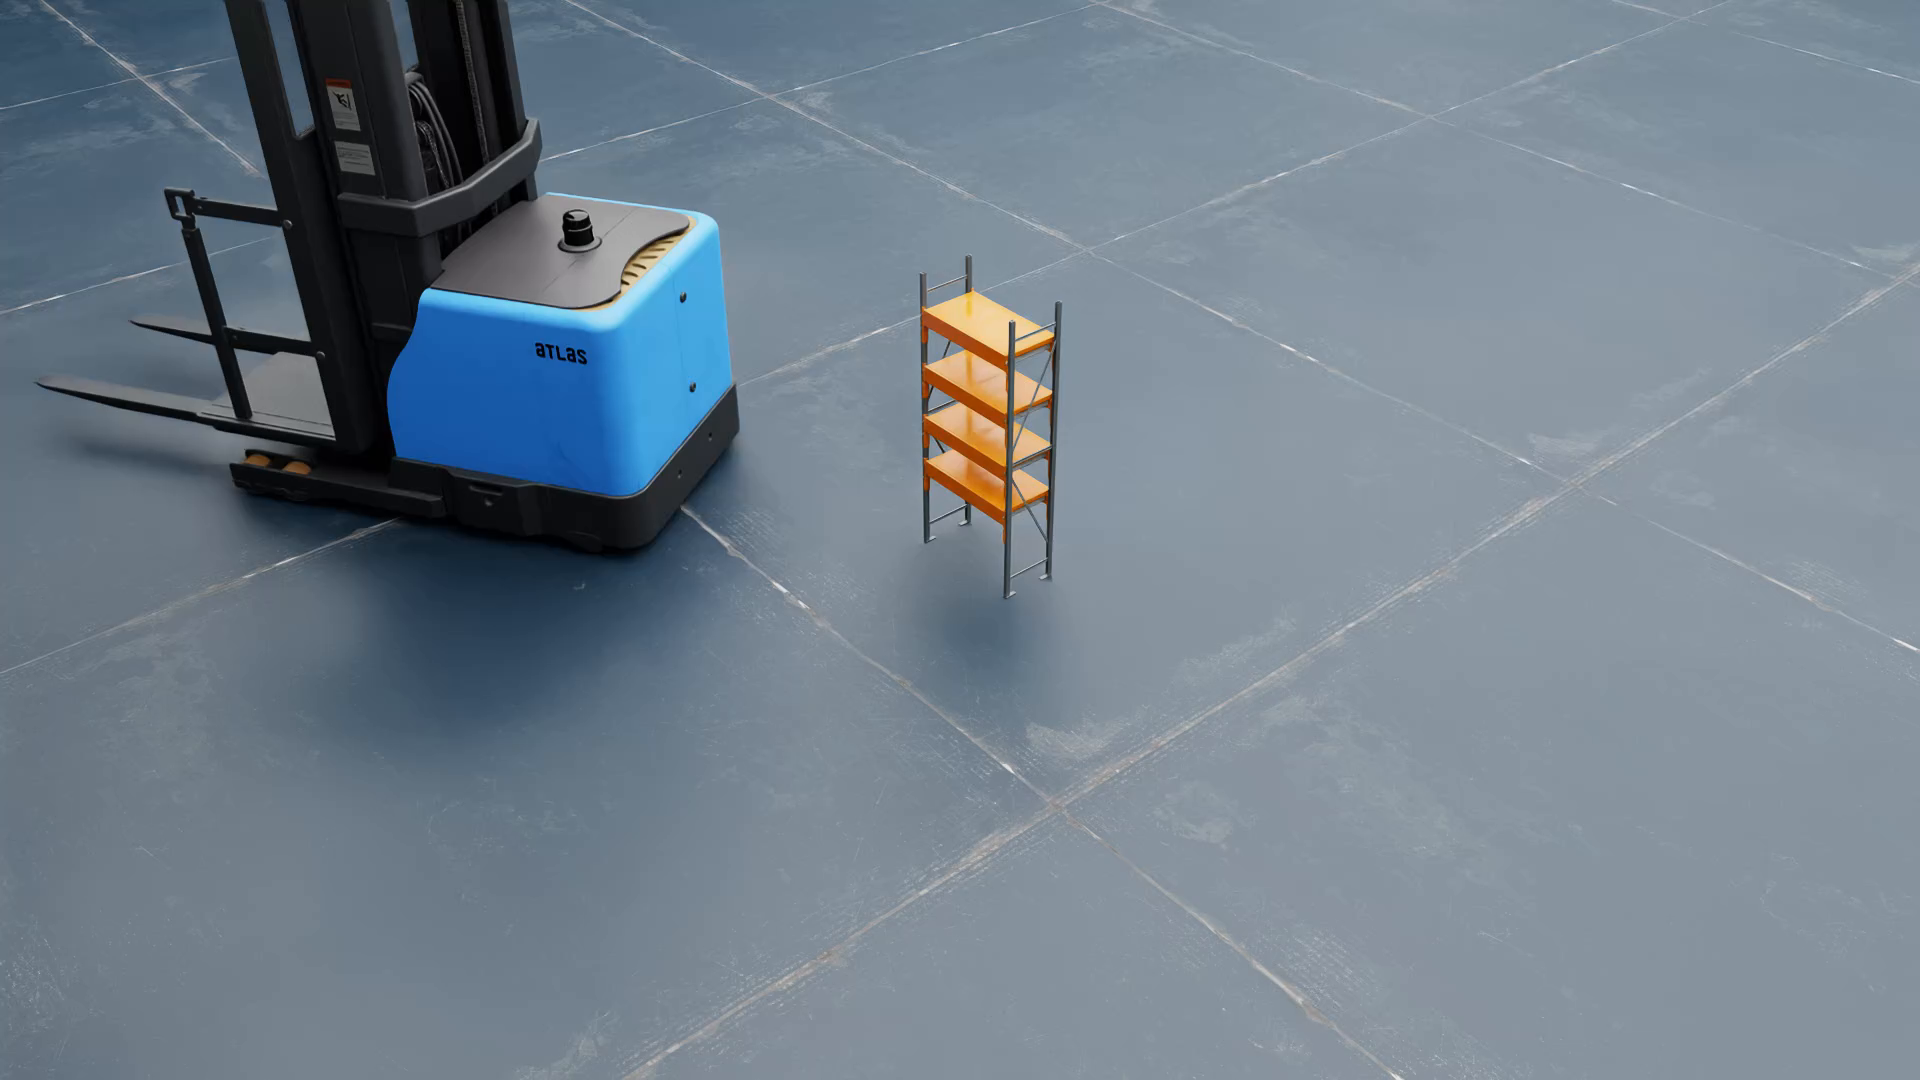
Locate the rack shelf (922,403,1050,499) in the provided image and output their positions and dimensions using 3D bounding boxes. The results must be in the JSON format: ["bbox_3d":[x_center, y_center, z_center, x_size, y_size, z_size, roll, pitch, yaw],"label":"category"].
[{"bbox_3d":[0.107,-0.362,6.339,0.258,0.148,0.480,-26,43,-32],"label":"rack shelf"}]

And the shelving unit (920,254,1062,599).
[{"bbox_3d":[0.107,-0.417,6.300,0.258,1.200,0.503,-26,43,-32],"label":"shelving unit"}]

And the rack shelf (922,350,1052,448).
[{"bbox_3d":[0.107,-0.544,6.210,0.258,0.148,0.480,-26,43,-32],"label":"rack shelf"}]

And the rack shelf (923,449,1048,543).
[{"bbox_3d":[0.107,-0.200,6.454,0.258,0.148,0.480,-26,43,-32],"label":"rack shelf"}]

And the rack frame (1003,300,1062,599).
[{"bbox_3d":[0.264,-0.309,6.148,0.240,1.200,0.015,-26,43,-32],"label":"rack frame"}]

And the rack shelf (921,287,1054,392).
[{"bbox_3d":[0.107,-0.737,6.073,0.258,0.148,0.480,-26,43,-32],"label":"rack shelf"}]

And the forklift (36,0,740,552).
[{"bbox_3d":[-2.544,-1.636,6.524,3.031,2.935,1.130,10,37,14],"label":"forklift"}]

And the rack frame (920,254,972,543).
[{"bbox_3d":[-0.051,-0.524,6.452,0.240,1.200,0.015,-26,43,-32],"label":"rack frame"}]
